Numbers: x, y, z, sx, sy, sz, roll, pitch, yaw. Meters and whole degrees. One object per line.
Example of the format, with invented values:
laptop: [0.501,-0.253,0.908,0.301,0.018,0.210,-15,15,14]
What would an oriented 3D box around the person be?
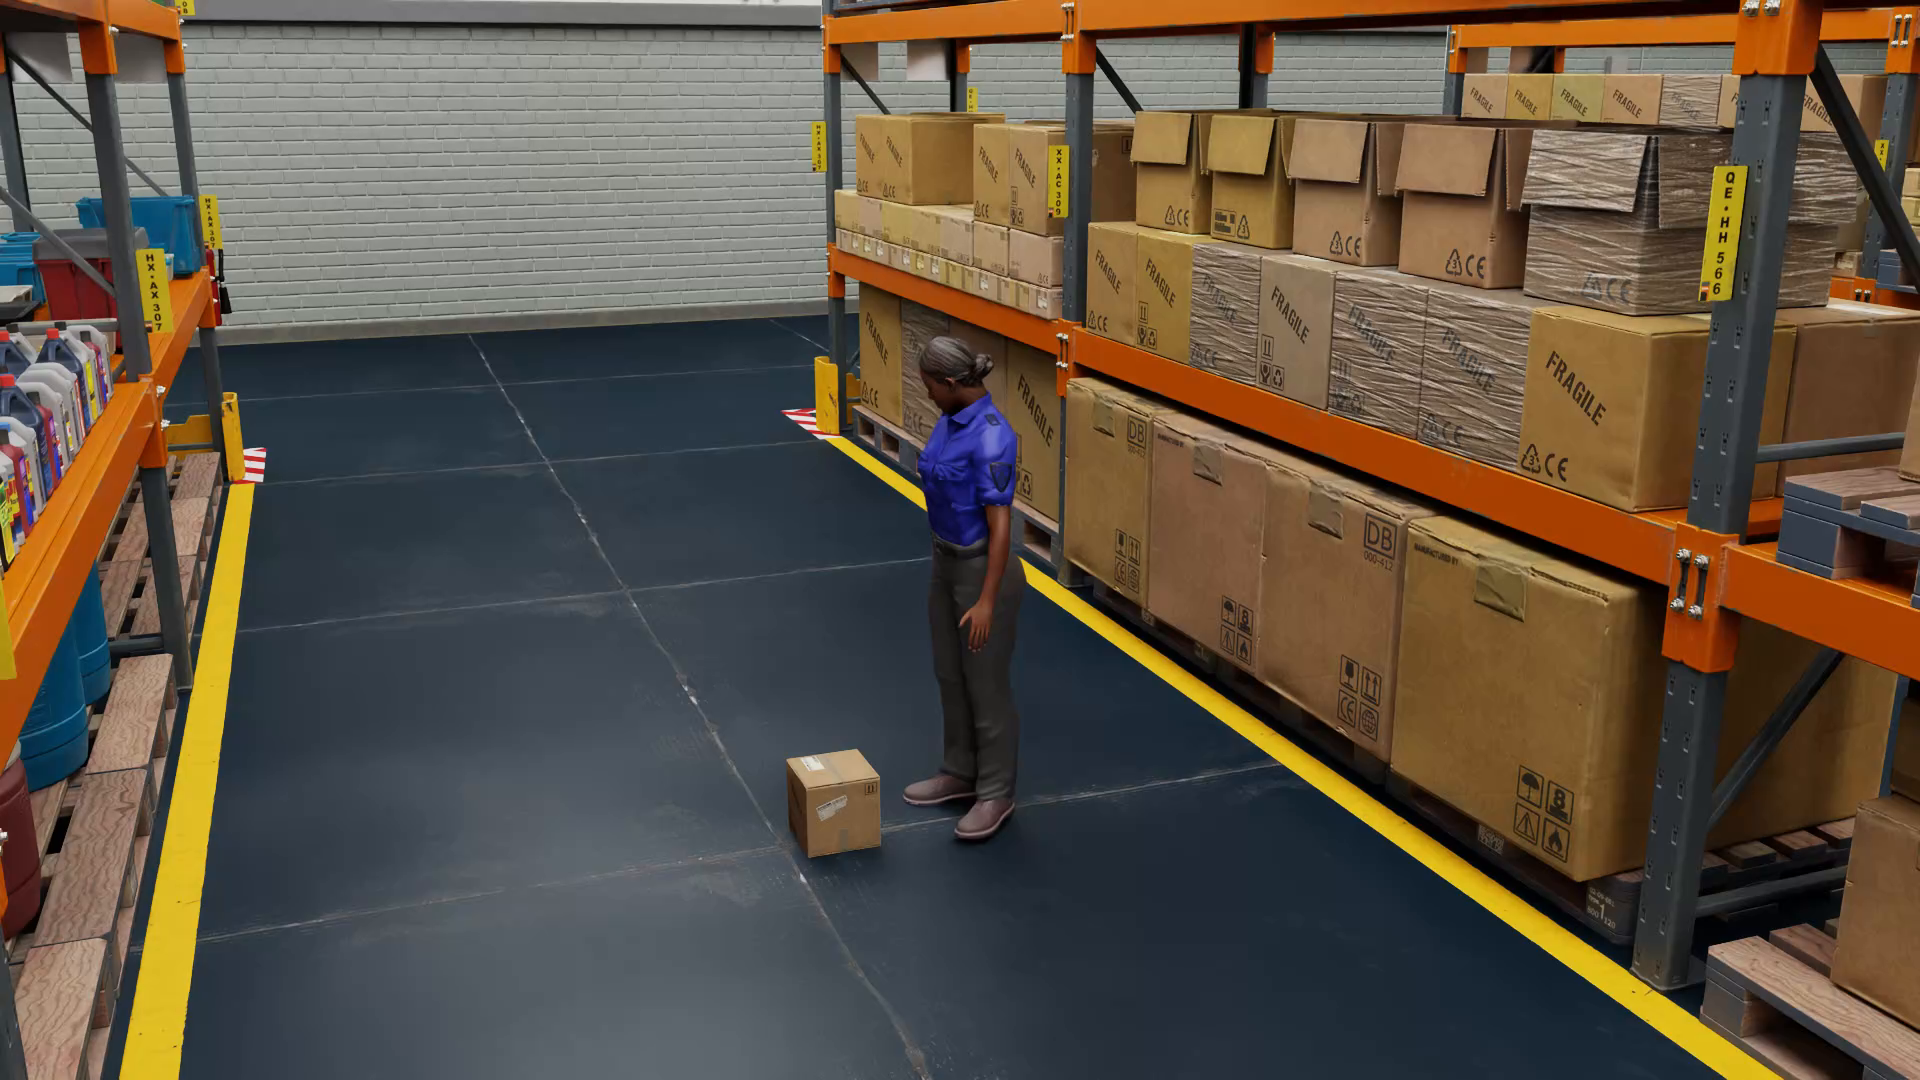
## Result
person: [0.040,0.156,5.479,0.333,1.664,0.543,-8,18,-26]
